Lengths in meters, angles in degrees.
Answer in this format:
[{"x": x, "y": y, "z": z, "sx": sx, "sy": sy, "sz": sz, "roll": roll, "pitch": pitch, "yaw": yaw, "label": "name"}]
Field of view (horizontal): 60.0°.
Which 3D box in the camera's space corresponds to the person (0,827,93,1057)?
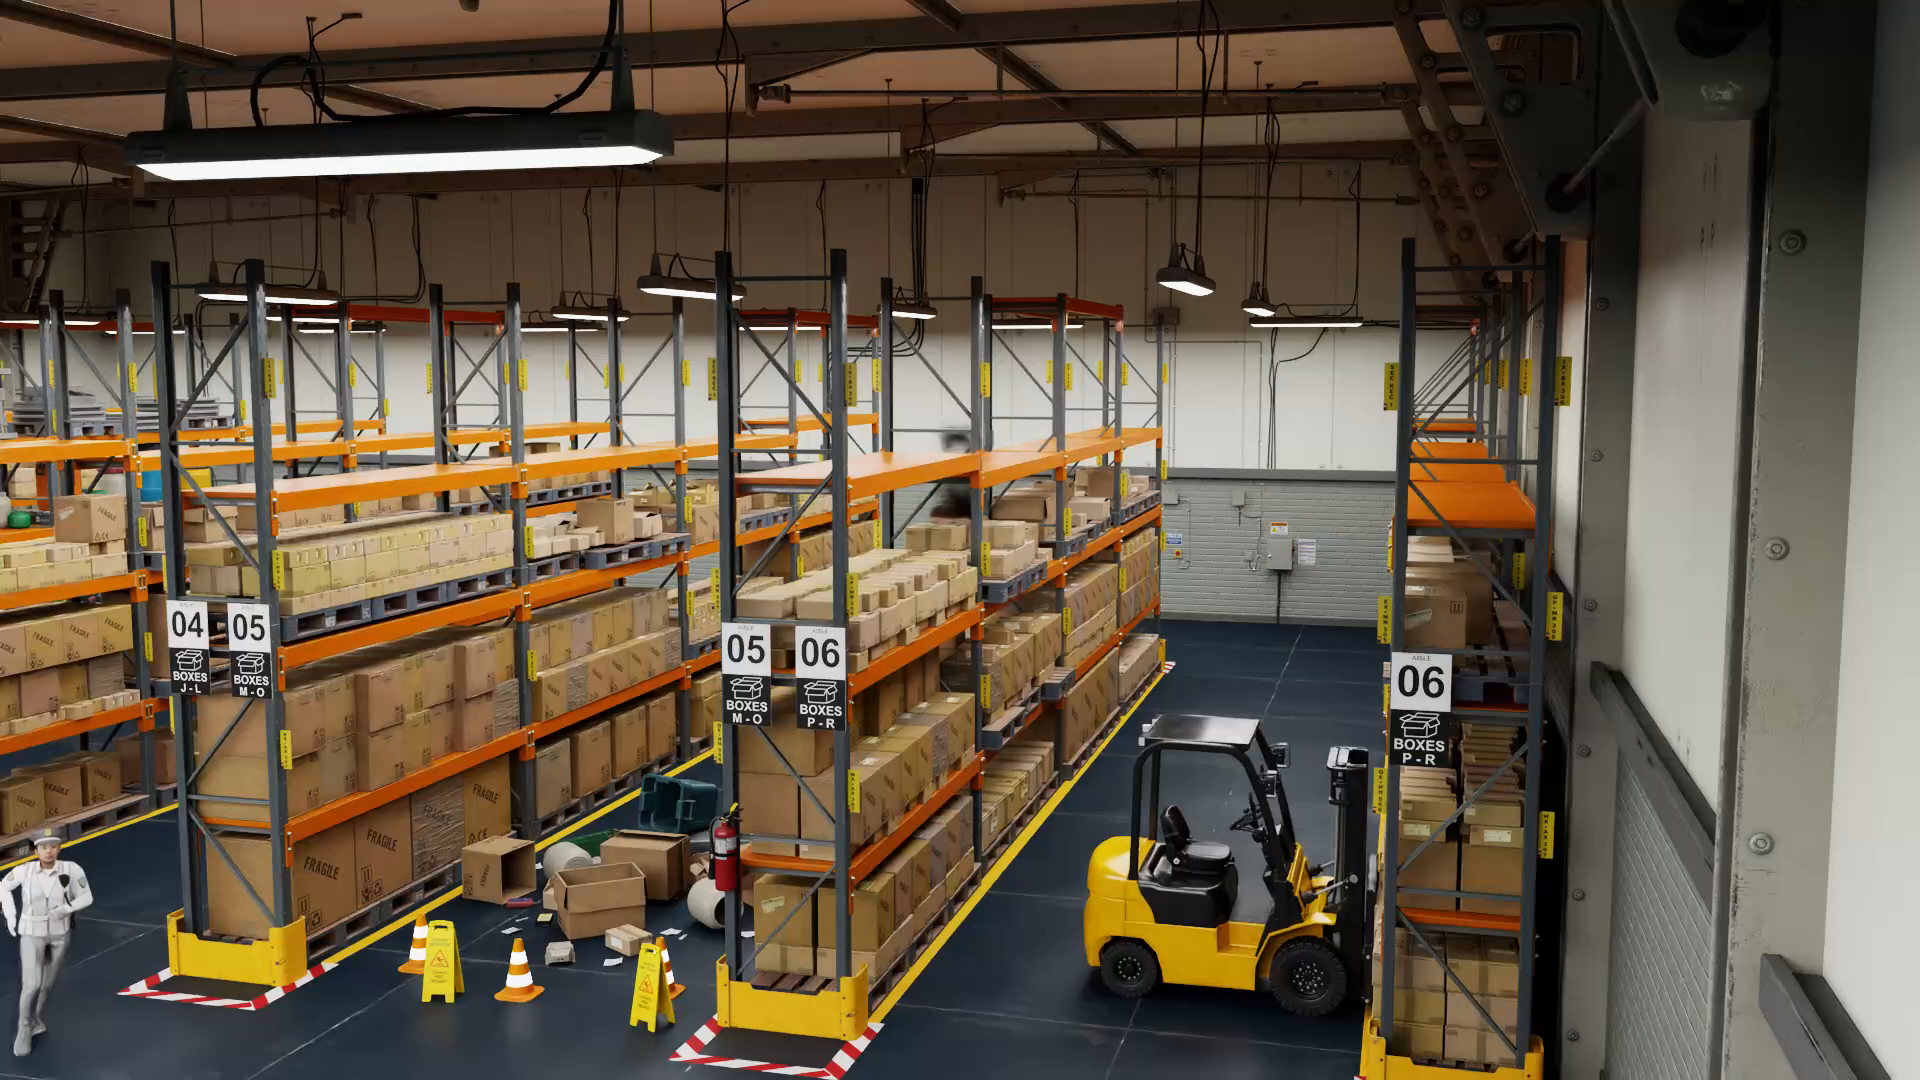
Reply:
[{"x": -6.924, "y": 3.008, "z": 12.636, "sx": 0.605, "sy": 1.714, "sz": 0.616, "roll": -4, "pitch": 7, "yaw": -36, "label": "person"}]
